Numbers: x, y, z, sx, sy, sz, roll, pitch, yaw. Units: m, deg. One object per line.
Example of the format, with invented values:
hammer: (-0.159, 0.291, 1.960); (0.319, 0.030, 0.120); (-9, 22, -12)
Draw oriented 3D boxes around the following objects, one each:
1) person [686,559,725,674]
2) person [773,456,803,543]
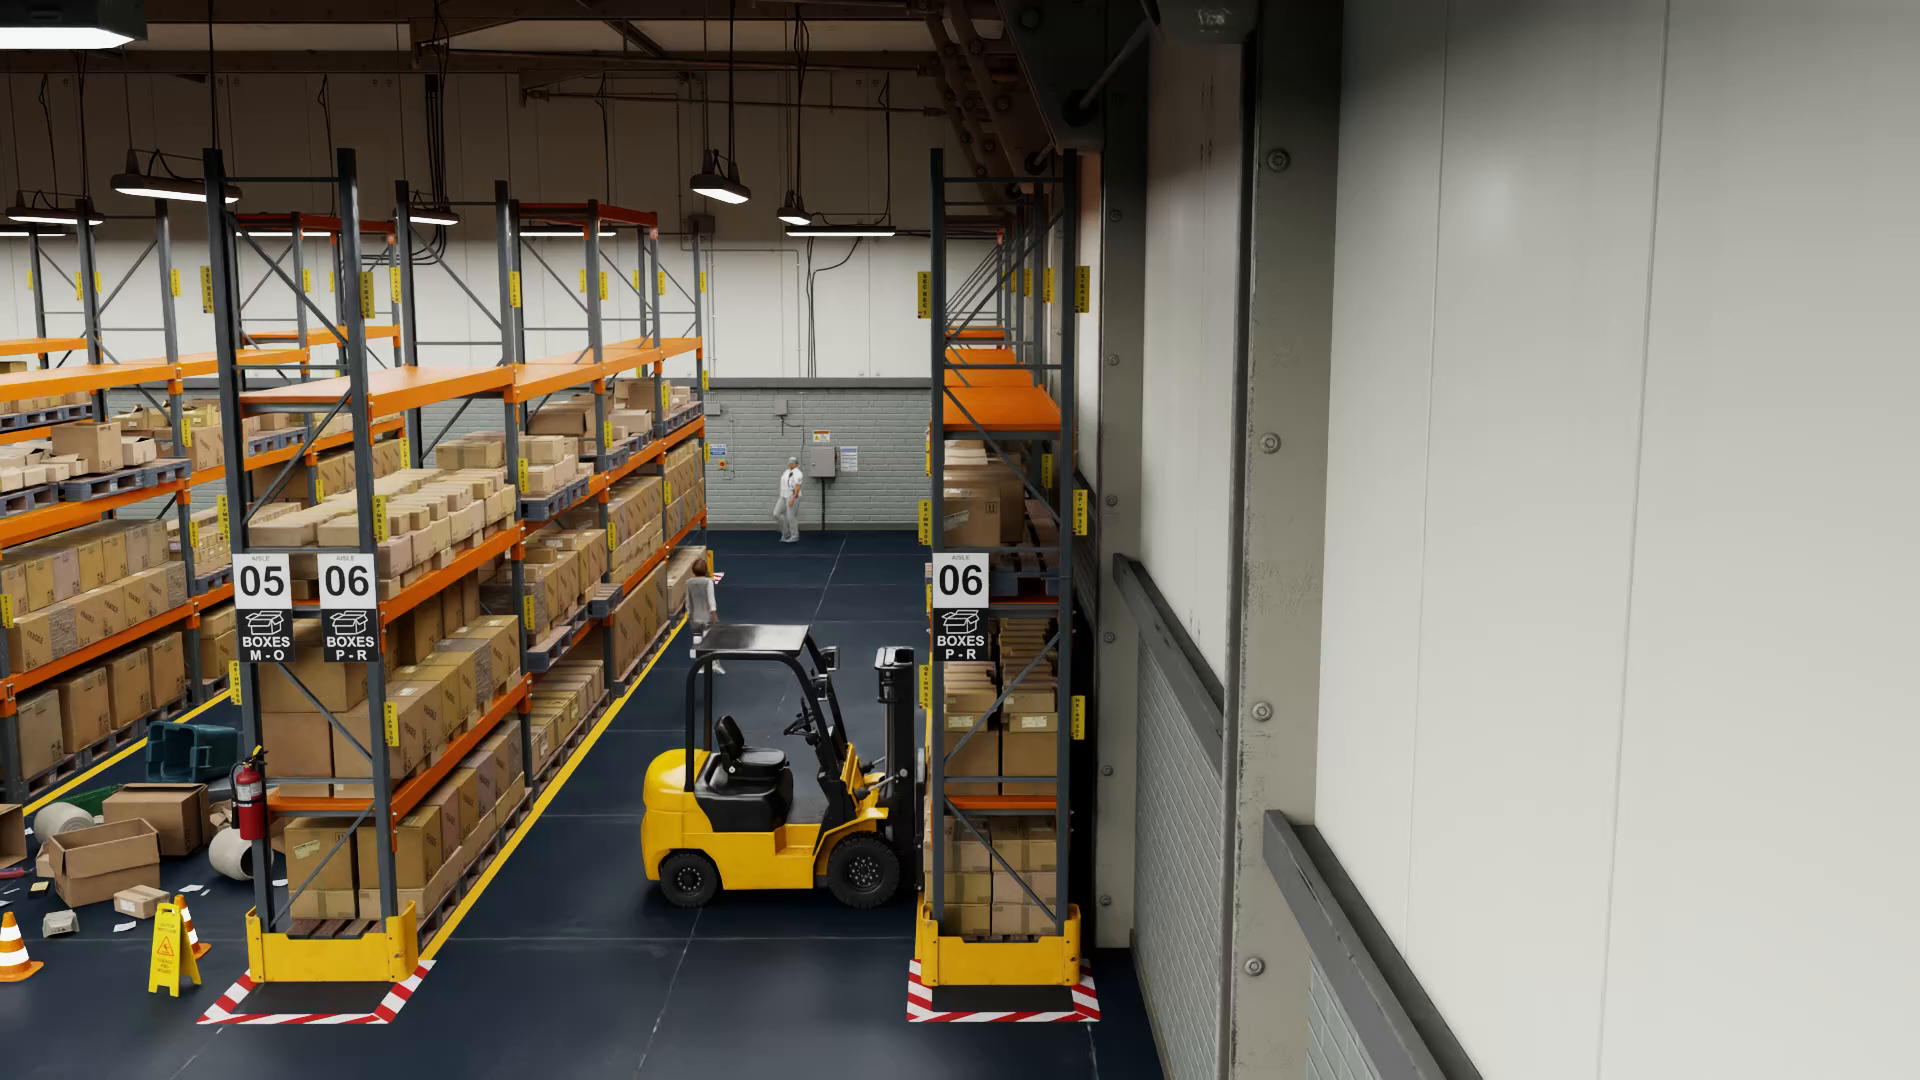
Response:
person: (-3.162, 0.960, 20.541); (0.465, 1.468, 0.584); (0, 9, -1)
person: (-3.315, -0.765, 32.117); (0.479, 1.710, 0.507); (-8, 12, -40)
